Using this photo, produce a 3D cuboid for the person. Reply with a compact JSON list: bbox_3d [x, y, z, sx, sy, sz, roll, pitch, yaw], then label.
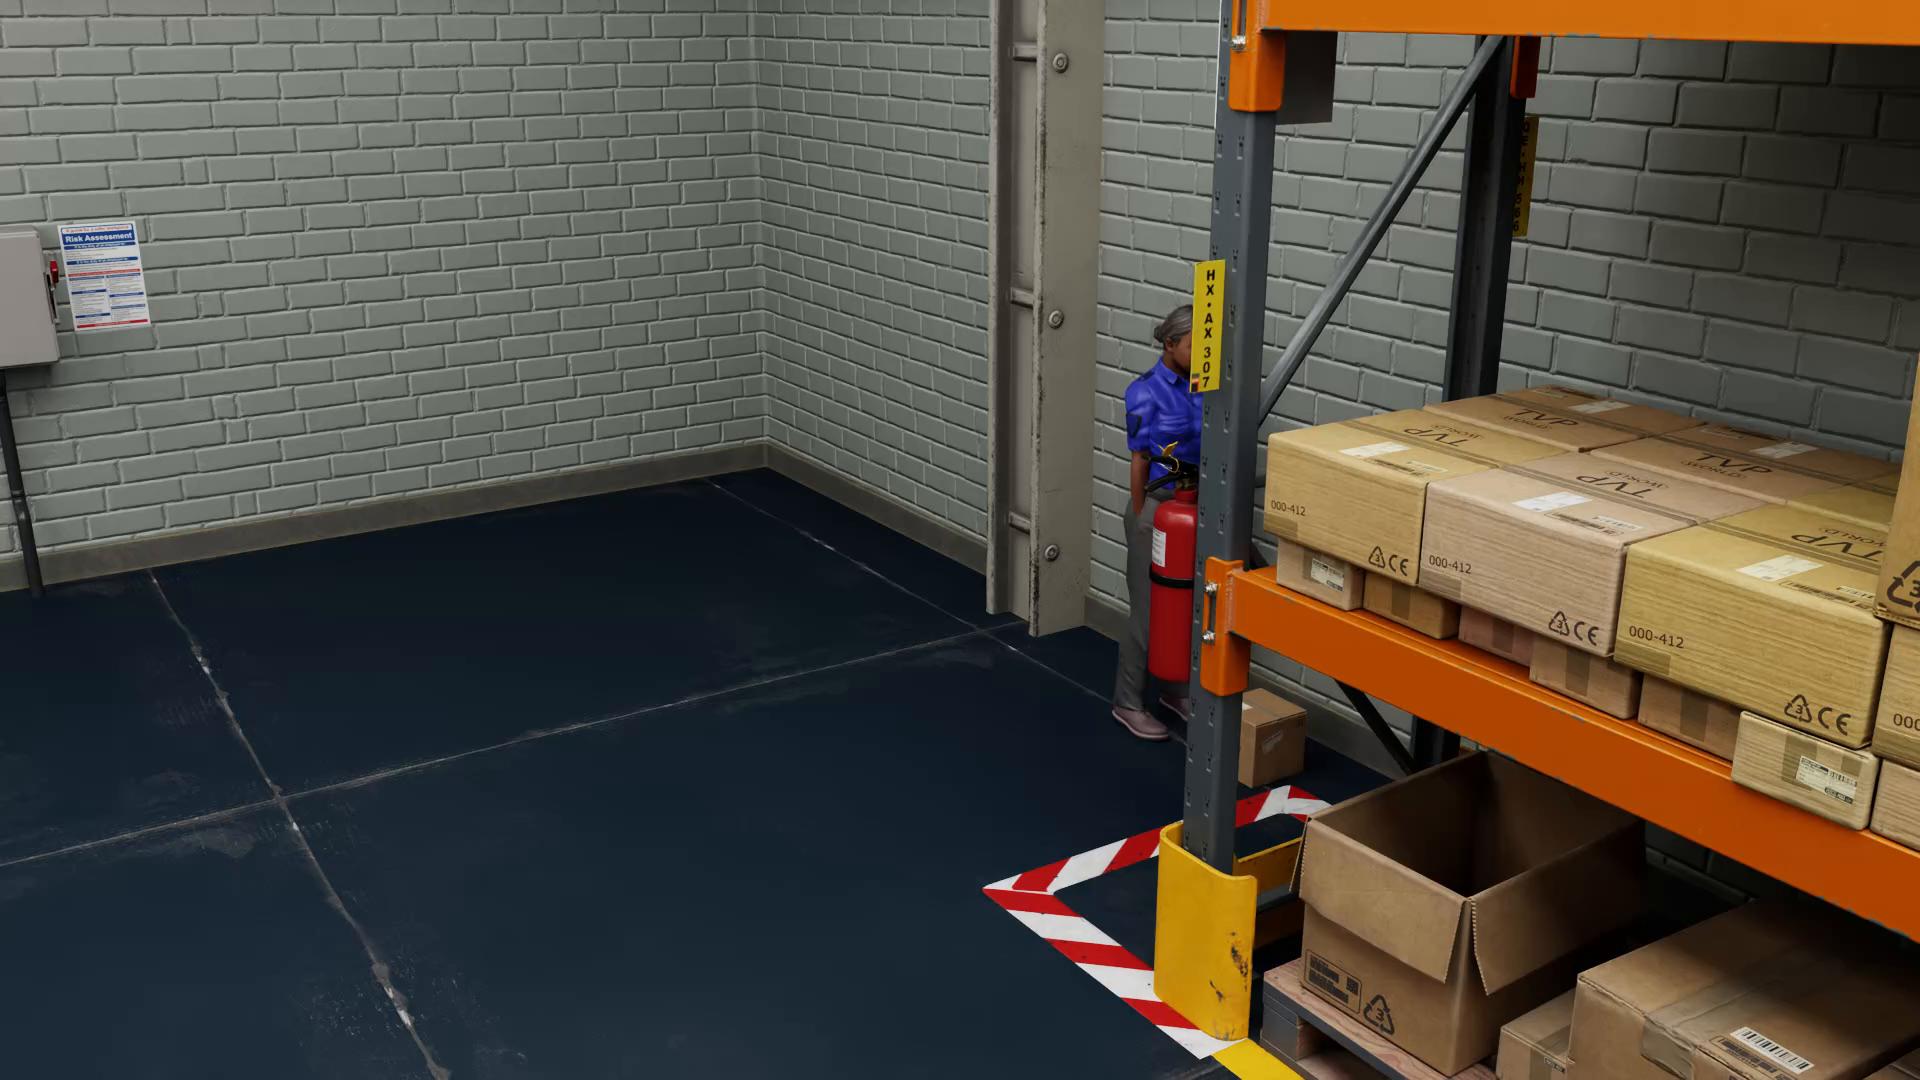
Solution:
[{"bbox_3d":[0.823,-0.071,6.294,0.438,1.655,0.299,-11,21,-31],"label":"person"}]
